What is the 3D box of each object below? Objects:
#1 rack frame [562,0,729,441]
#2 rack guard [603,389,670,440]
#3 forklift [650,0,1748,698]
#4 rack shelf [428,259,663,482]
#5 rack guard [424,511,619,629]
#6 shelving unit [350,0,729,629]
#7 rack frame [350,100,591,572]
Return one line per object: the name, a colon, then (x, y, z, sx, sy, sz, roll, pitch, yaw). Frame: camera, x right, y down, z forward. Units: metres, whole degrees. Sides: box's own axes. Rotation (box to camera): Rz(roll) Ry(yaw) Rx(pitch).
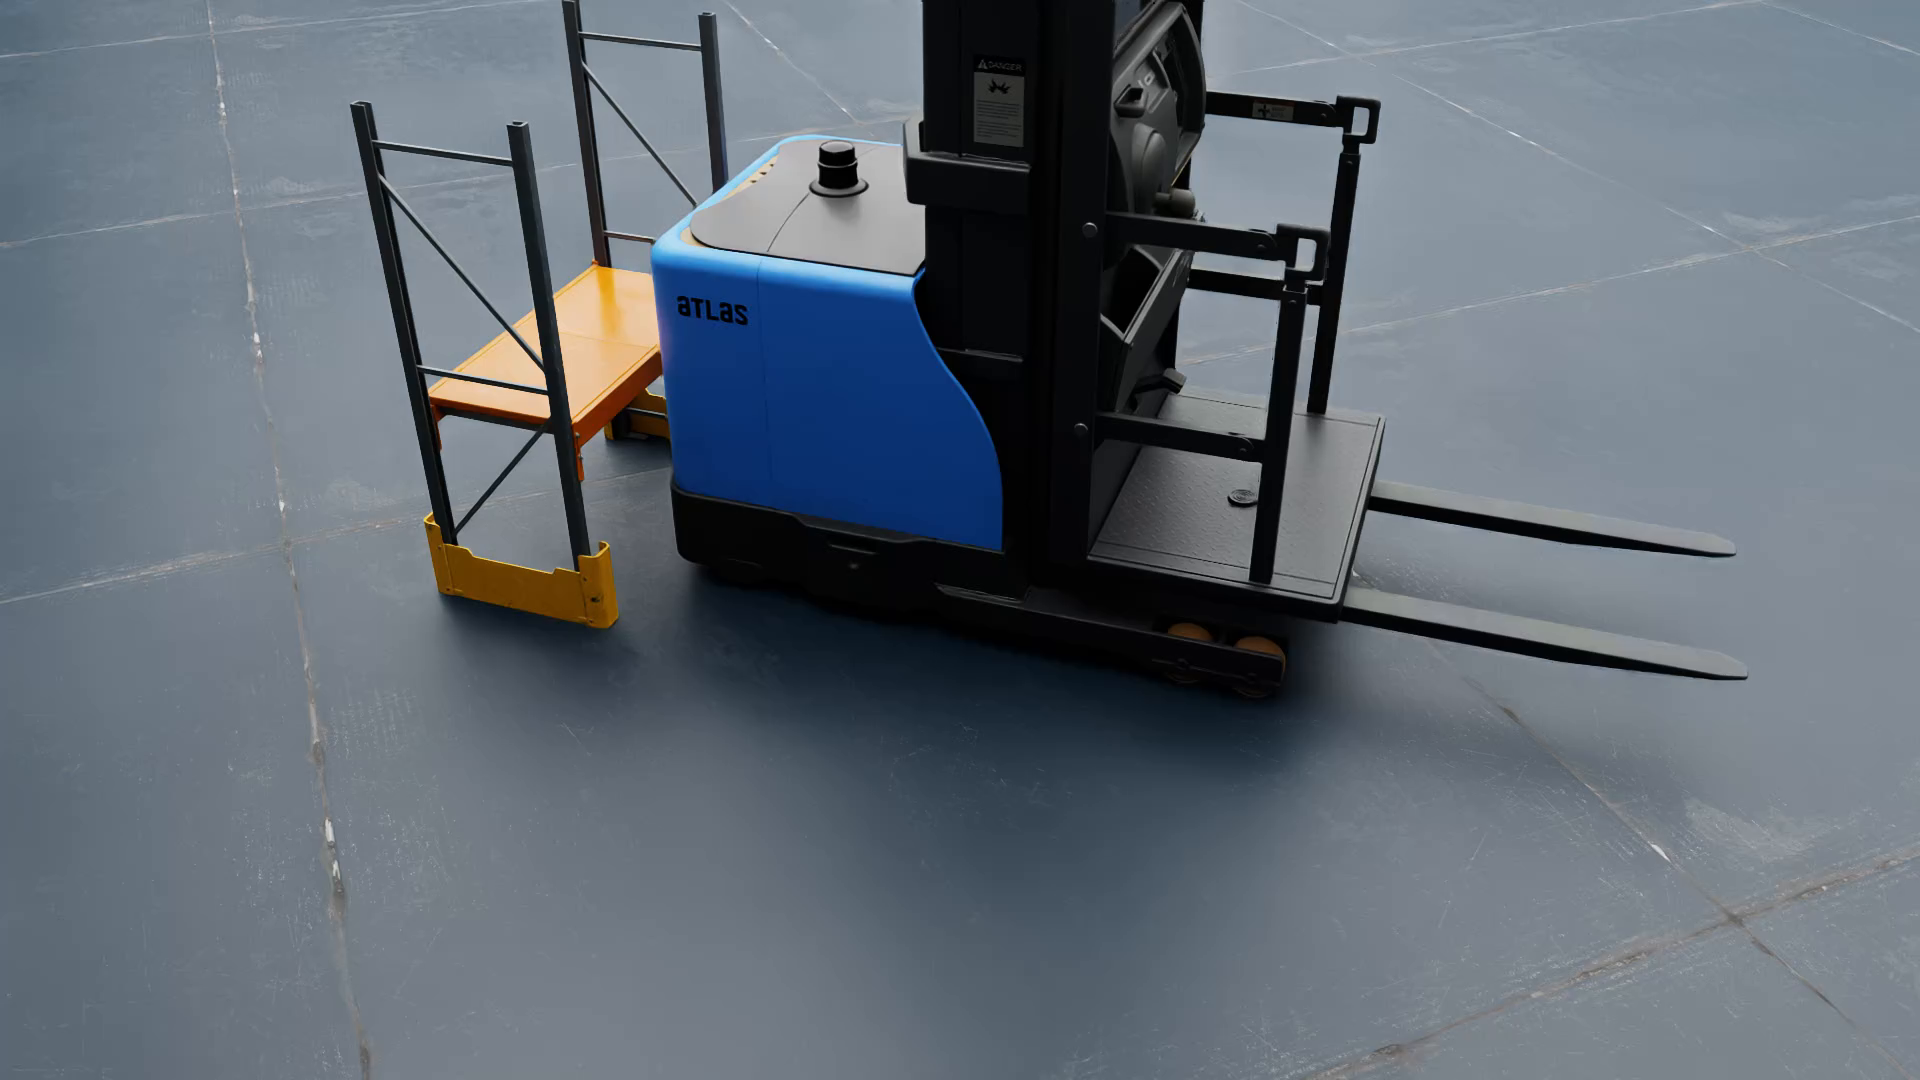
rack frame: (-0.956, -0.954, 5.341, 0.500, 1.500, 0.032, 11, 35, 16)
rack guard: (-0.956, -0.429, 5.681, 0.587, 0.250, 0.087, 11, 35, 16)
forklift: (0.707, -1.122, 4.287, 3.031, 2.935, 1.130, 10, 34, 16)
rack shelf: (-1.127, -0.542, 5.037, 0.538, 0.185, 1.000, 11, 35, 16)
rack guard: (-1.291, 0.082, 4.894, 0.587, 0.250, 0.087, 11, 35, 16)
shelving unit: (-1.123, -0.697, 4.947, 0.587, 1.500, 1.083, 11, 35, 16)
rack frame: (-1.297, -0.432, 4.538, 0.500, 1.500, 0.032, 11, 35, 16)
